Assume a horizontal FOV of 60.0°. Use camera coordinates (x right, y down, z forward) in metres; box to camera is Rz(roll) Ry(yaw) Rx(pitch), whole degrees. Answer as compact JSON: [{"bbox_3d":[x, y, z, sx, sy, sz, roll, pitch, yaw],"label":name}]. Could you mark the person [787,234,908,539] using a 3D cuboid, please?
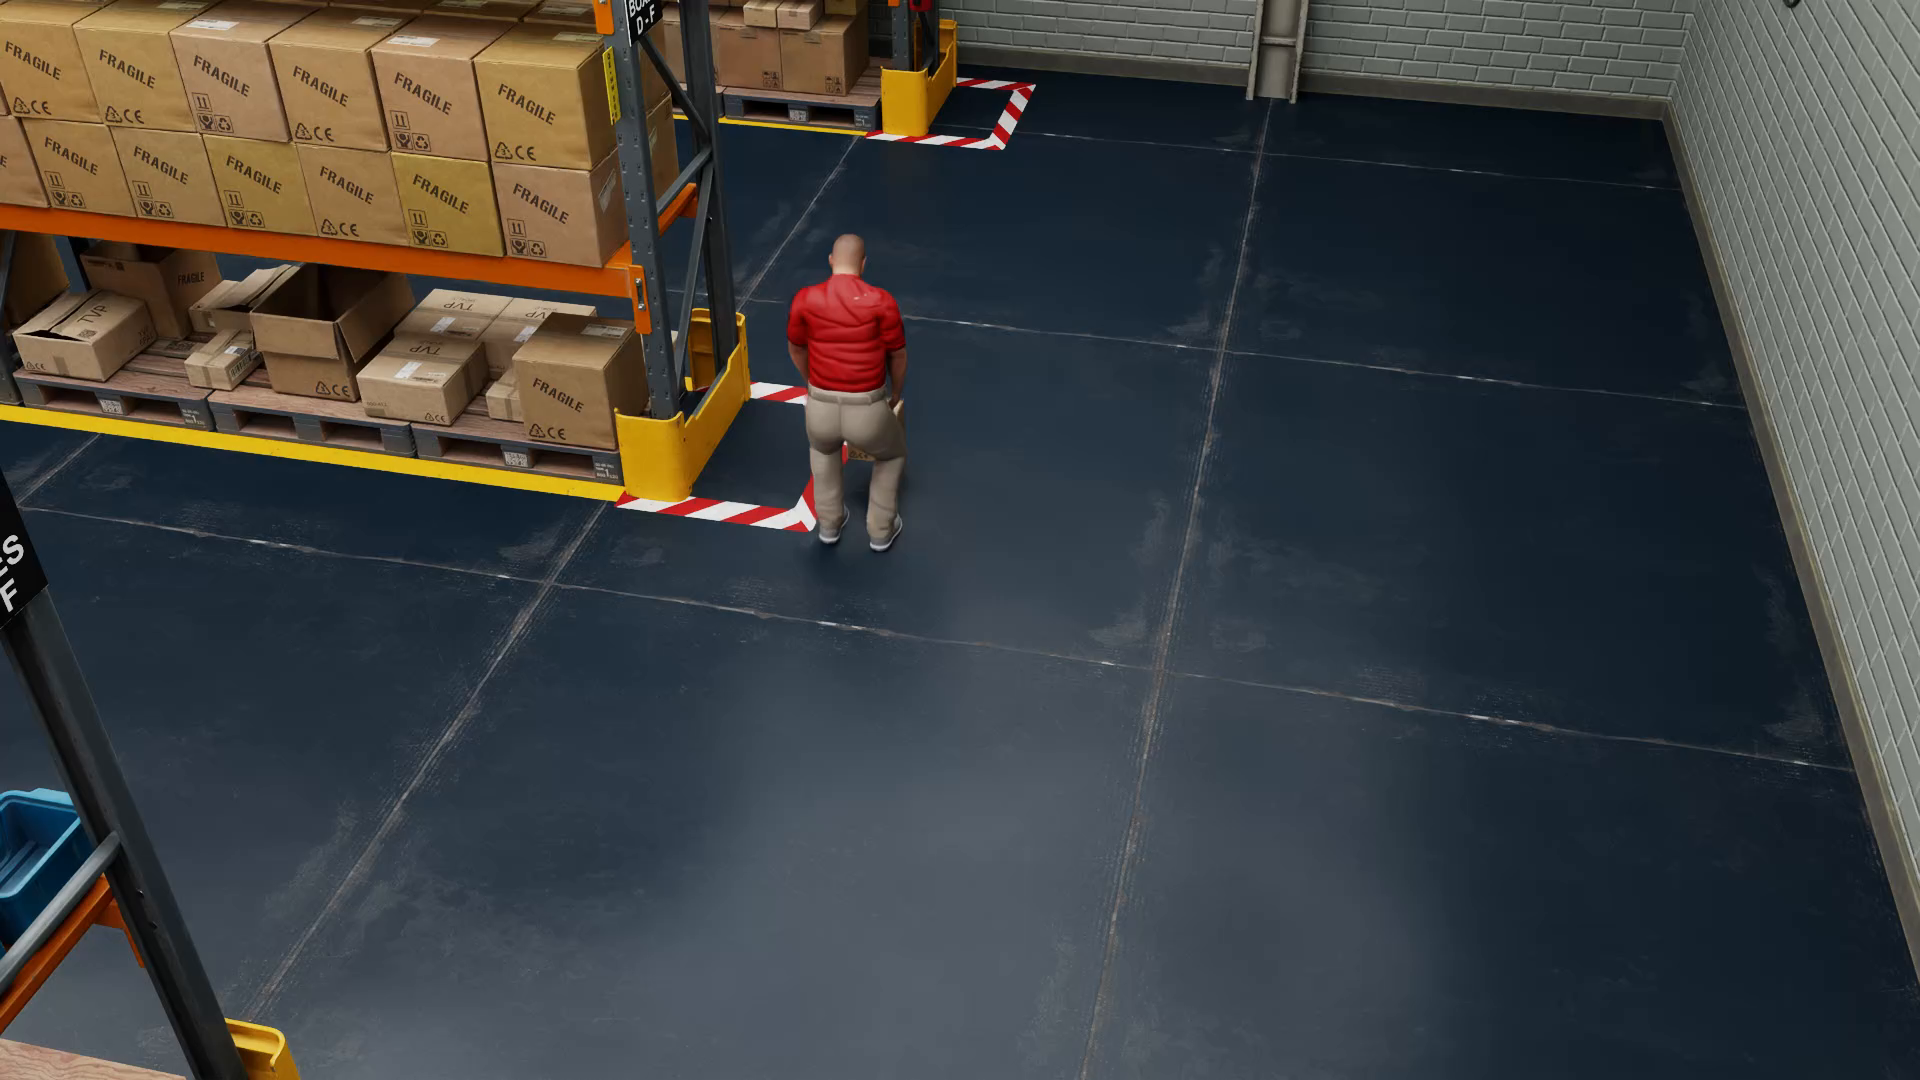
[{"bbox_3d":[-0.548,-0.710,8.021,0.581,1.482,0.574,7,37,9],"label":"person"}]
